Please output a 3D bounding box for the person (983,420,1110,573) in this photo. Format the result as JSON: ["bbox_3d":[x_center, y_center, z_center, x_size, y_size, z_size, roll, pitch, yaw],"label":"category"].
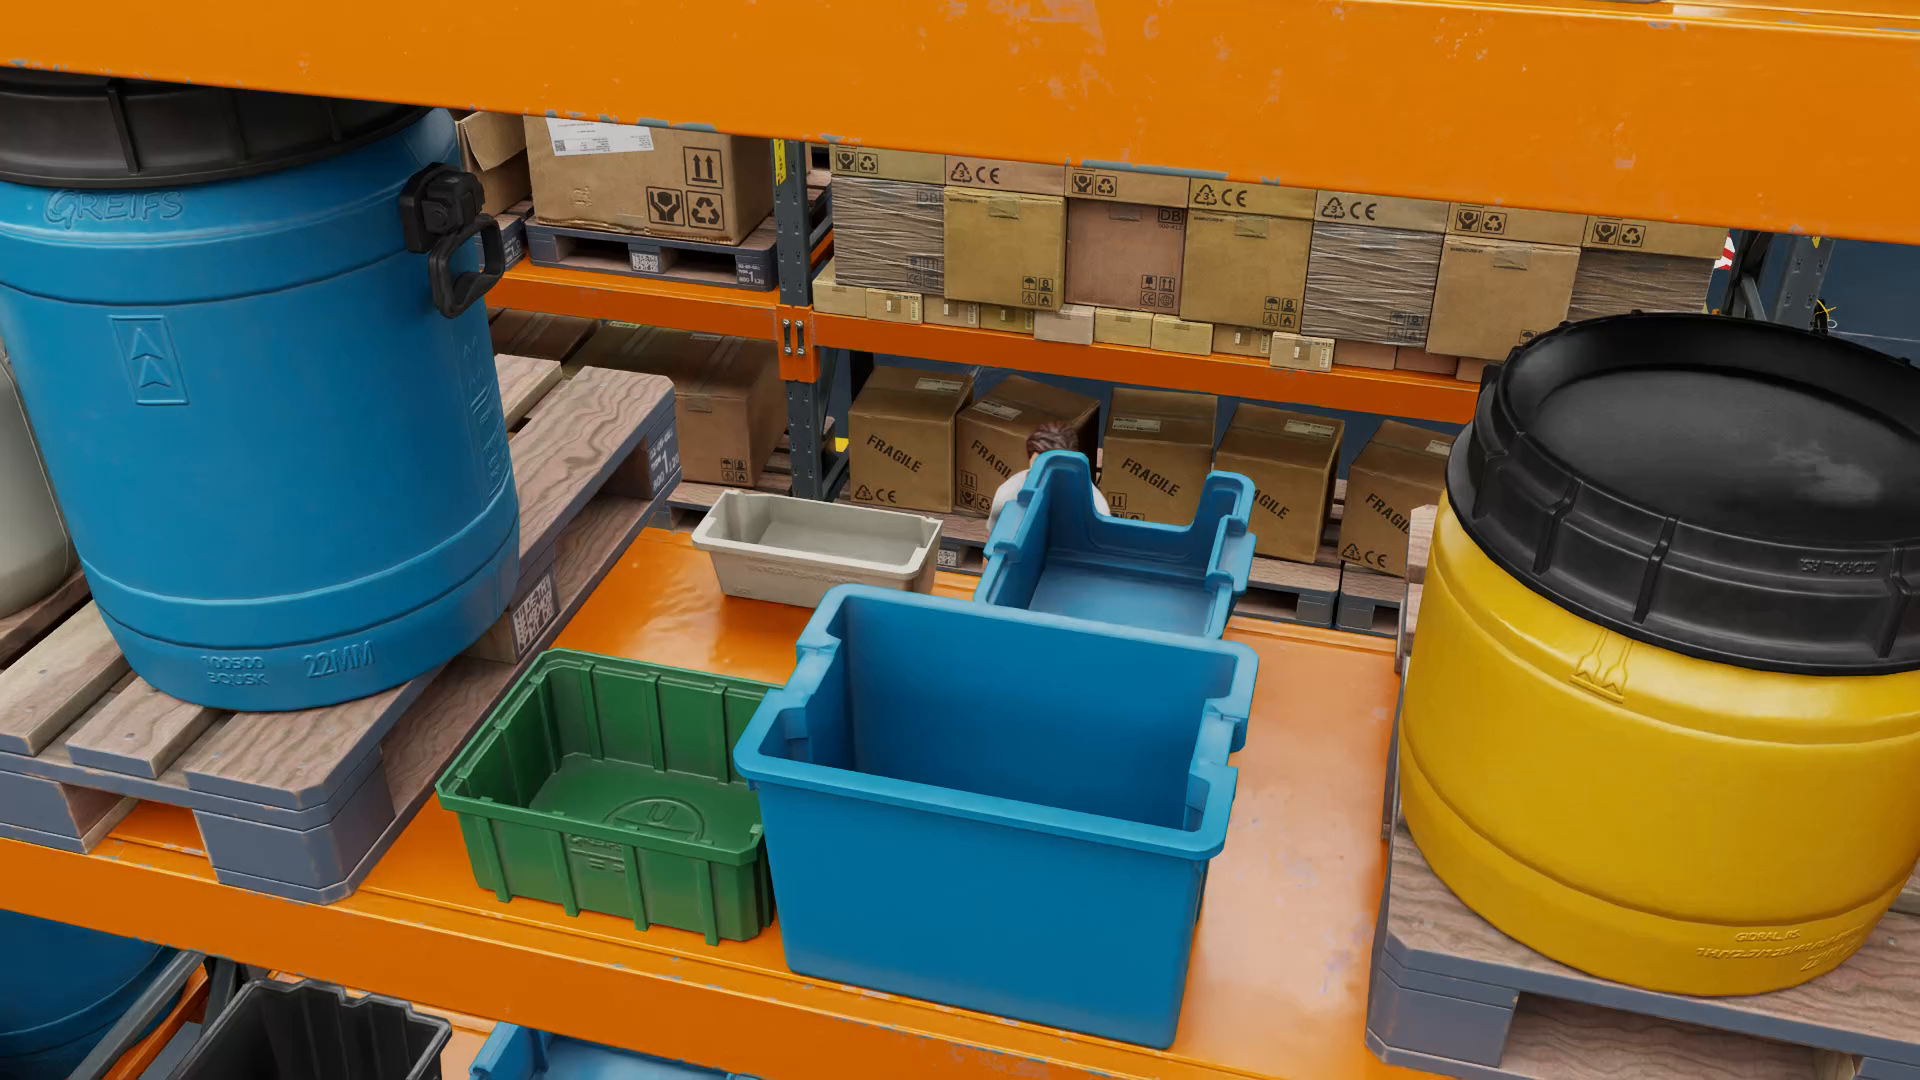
[{"bbox_3d":[0.309,0.286,6.199,0.499,1.672,0.405,8,34,12],"label":"person"}]
